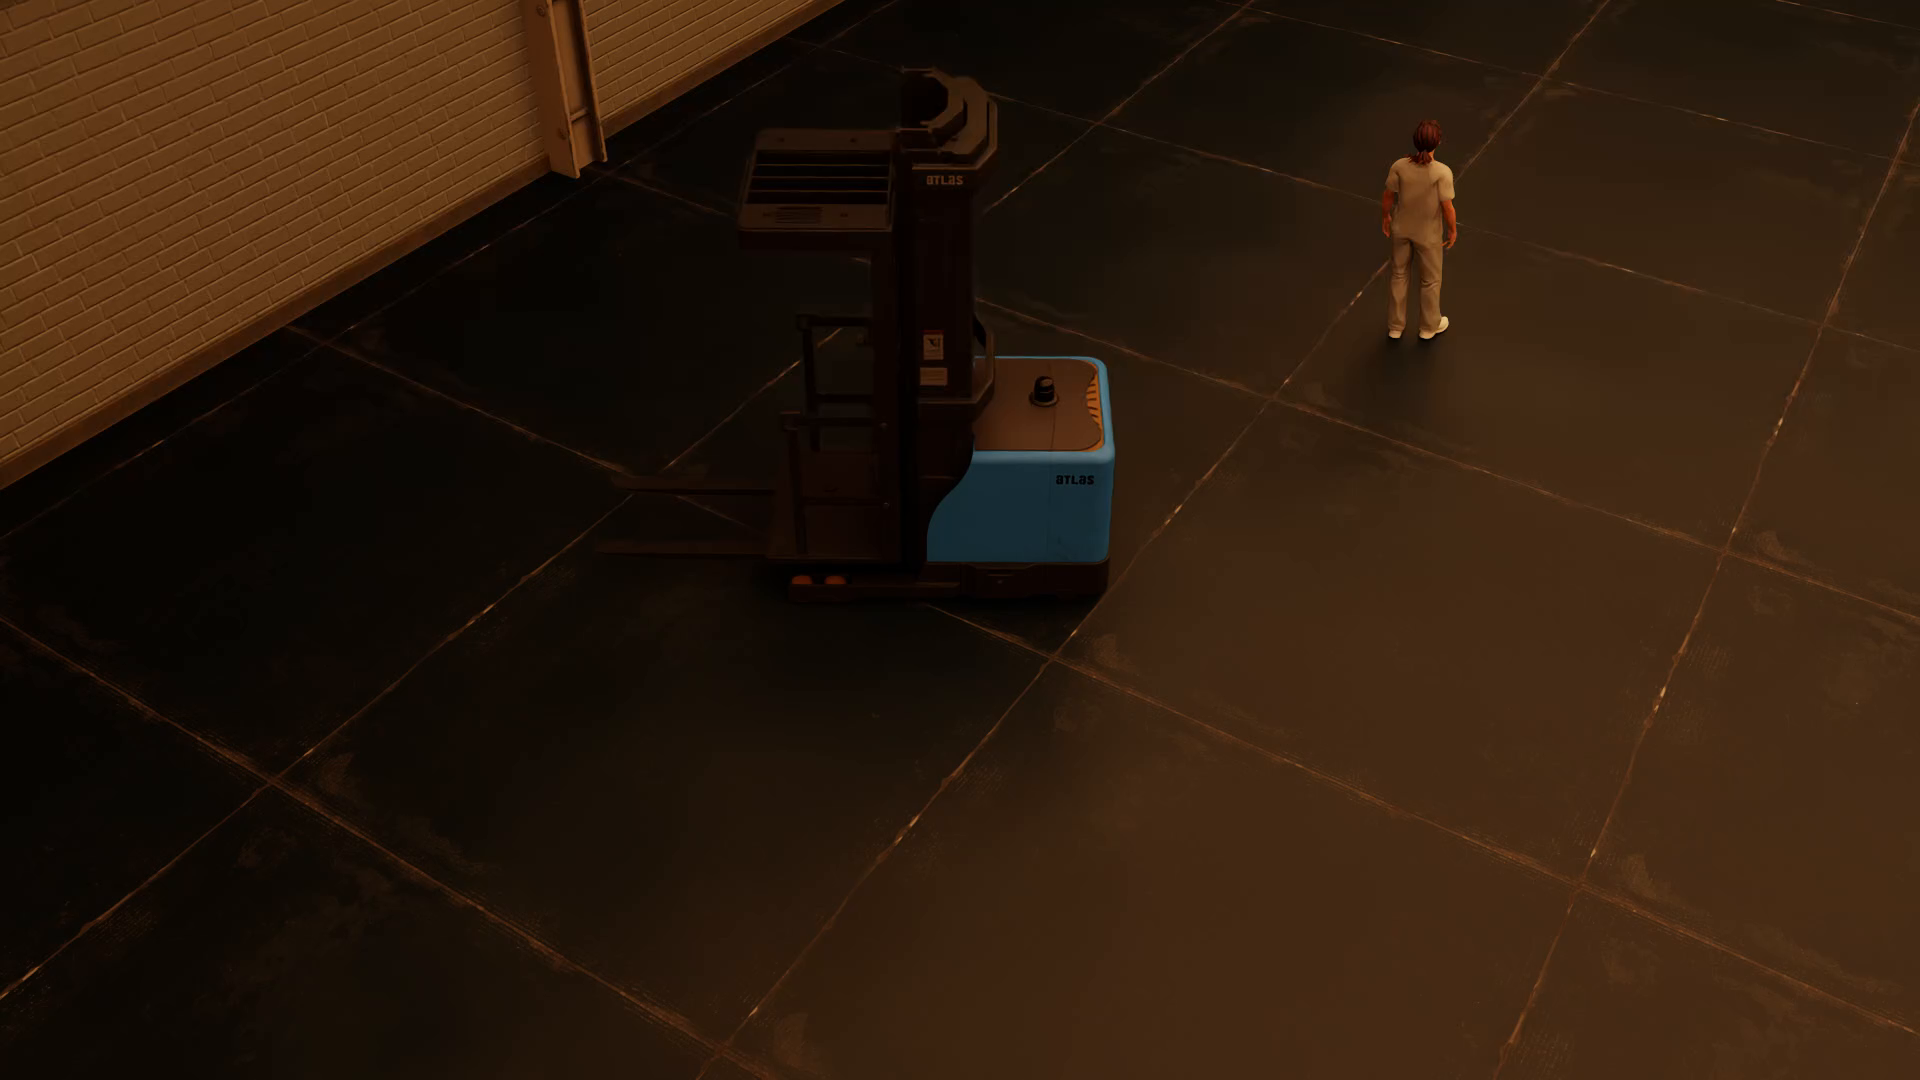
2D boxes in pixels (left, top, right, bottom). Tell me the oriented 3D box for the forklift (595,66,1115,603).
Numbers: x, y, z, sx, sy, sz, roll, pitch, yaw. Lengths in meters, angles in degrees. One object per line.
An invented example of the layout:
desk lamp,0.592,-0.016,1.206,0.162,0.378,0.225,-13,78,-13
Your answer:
forklift,-0.640,-1.089,9.252,3.031,2.935,1.130,0,40,0

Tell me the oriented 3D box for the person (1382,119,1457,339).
person,3.178,-2.152,11.466,0.550,1.673,0.548,23,45,25
